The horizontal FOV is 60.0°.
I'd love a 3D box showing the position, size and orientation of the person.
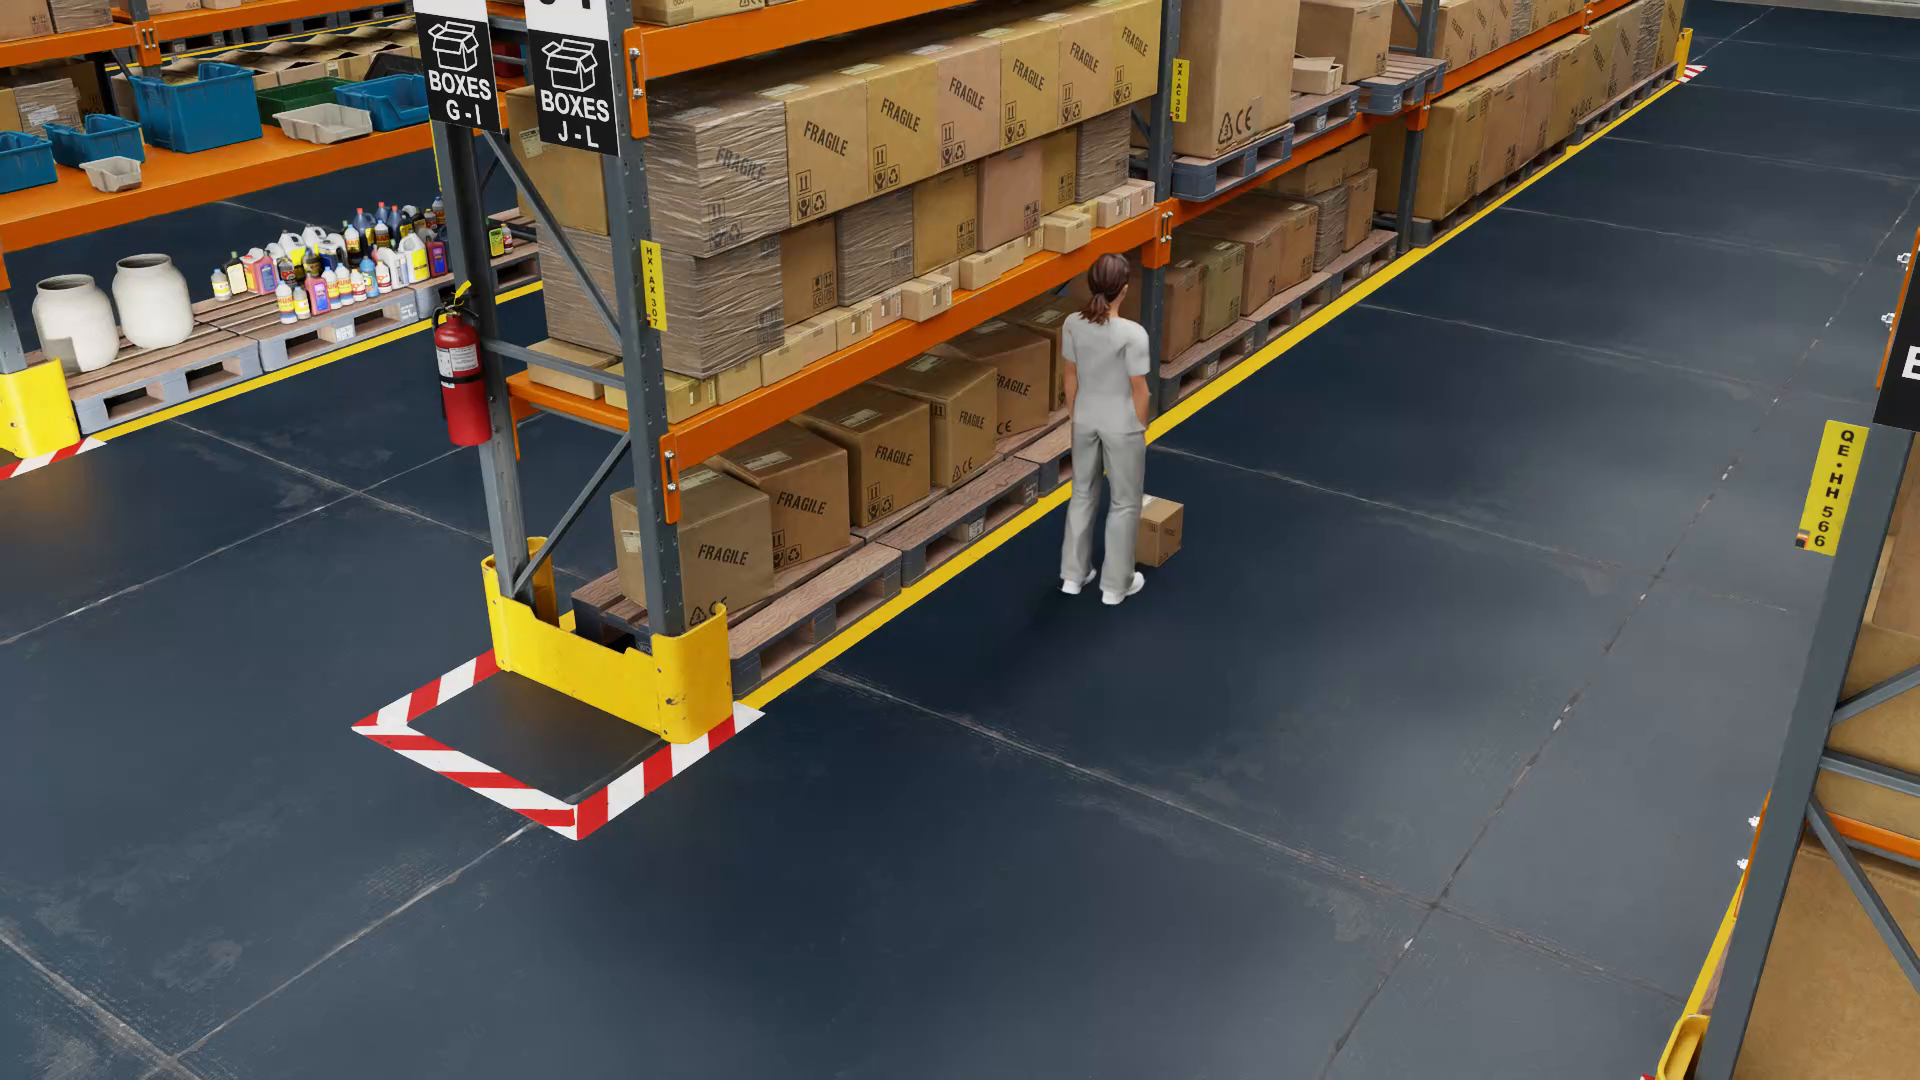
[{"bbox_3d":[0.663,-0.495,7.620,0.437,1.689,0.374,18,32,31],"label":"person"}]
